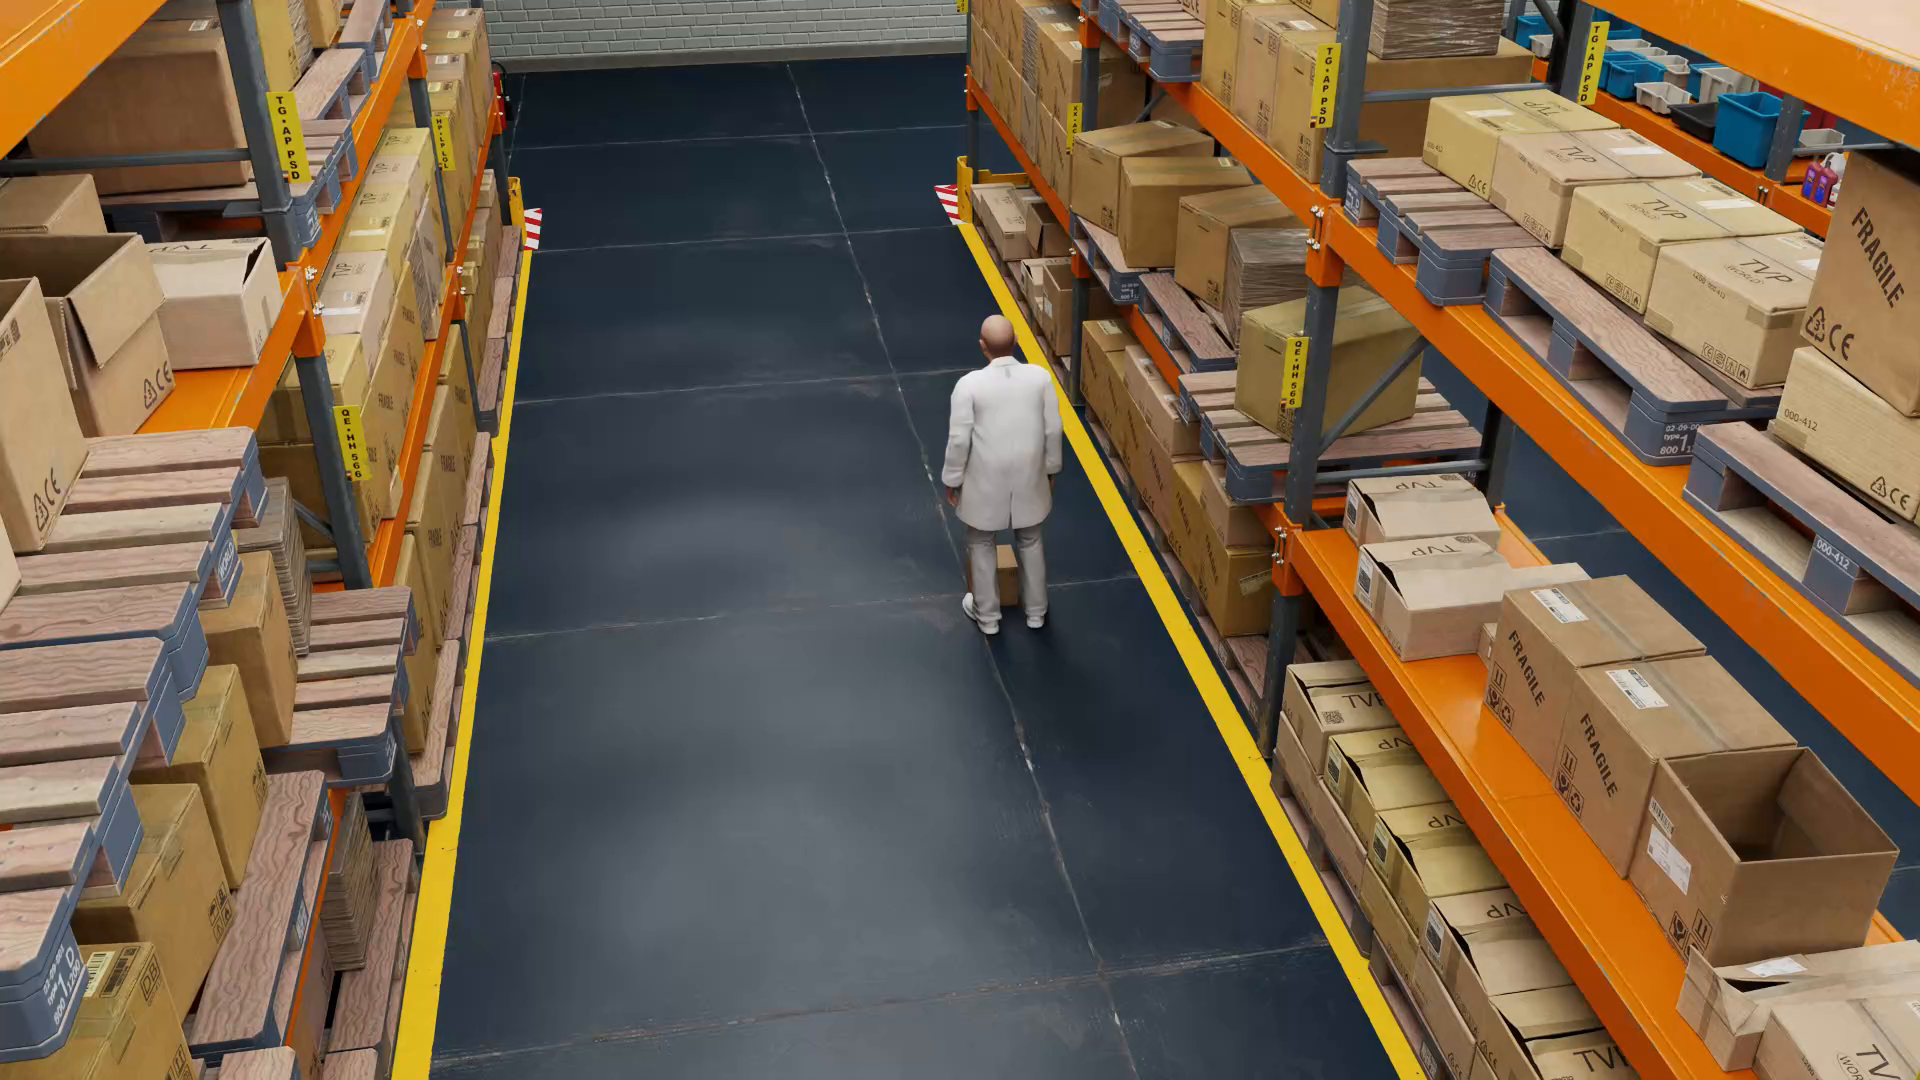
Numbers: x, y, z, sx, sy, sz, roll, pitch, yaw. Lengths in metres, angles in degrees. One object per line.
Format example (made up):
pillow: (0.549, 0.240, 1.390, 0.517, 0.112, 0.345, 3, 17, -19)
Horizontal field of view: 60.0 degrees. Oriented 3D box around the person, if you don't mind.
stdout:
person: (0.220, -0.333, 8.727, 0.652, 1.773, 0.425, -7, 31, -12)
